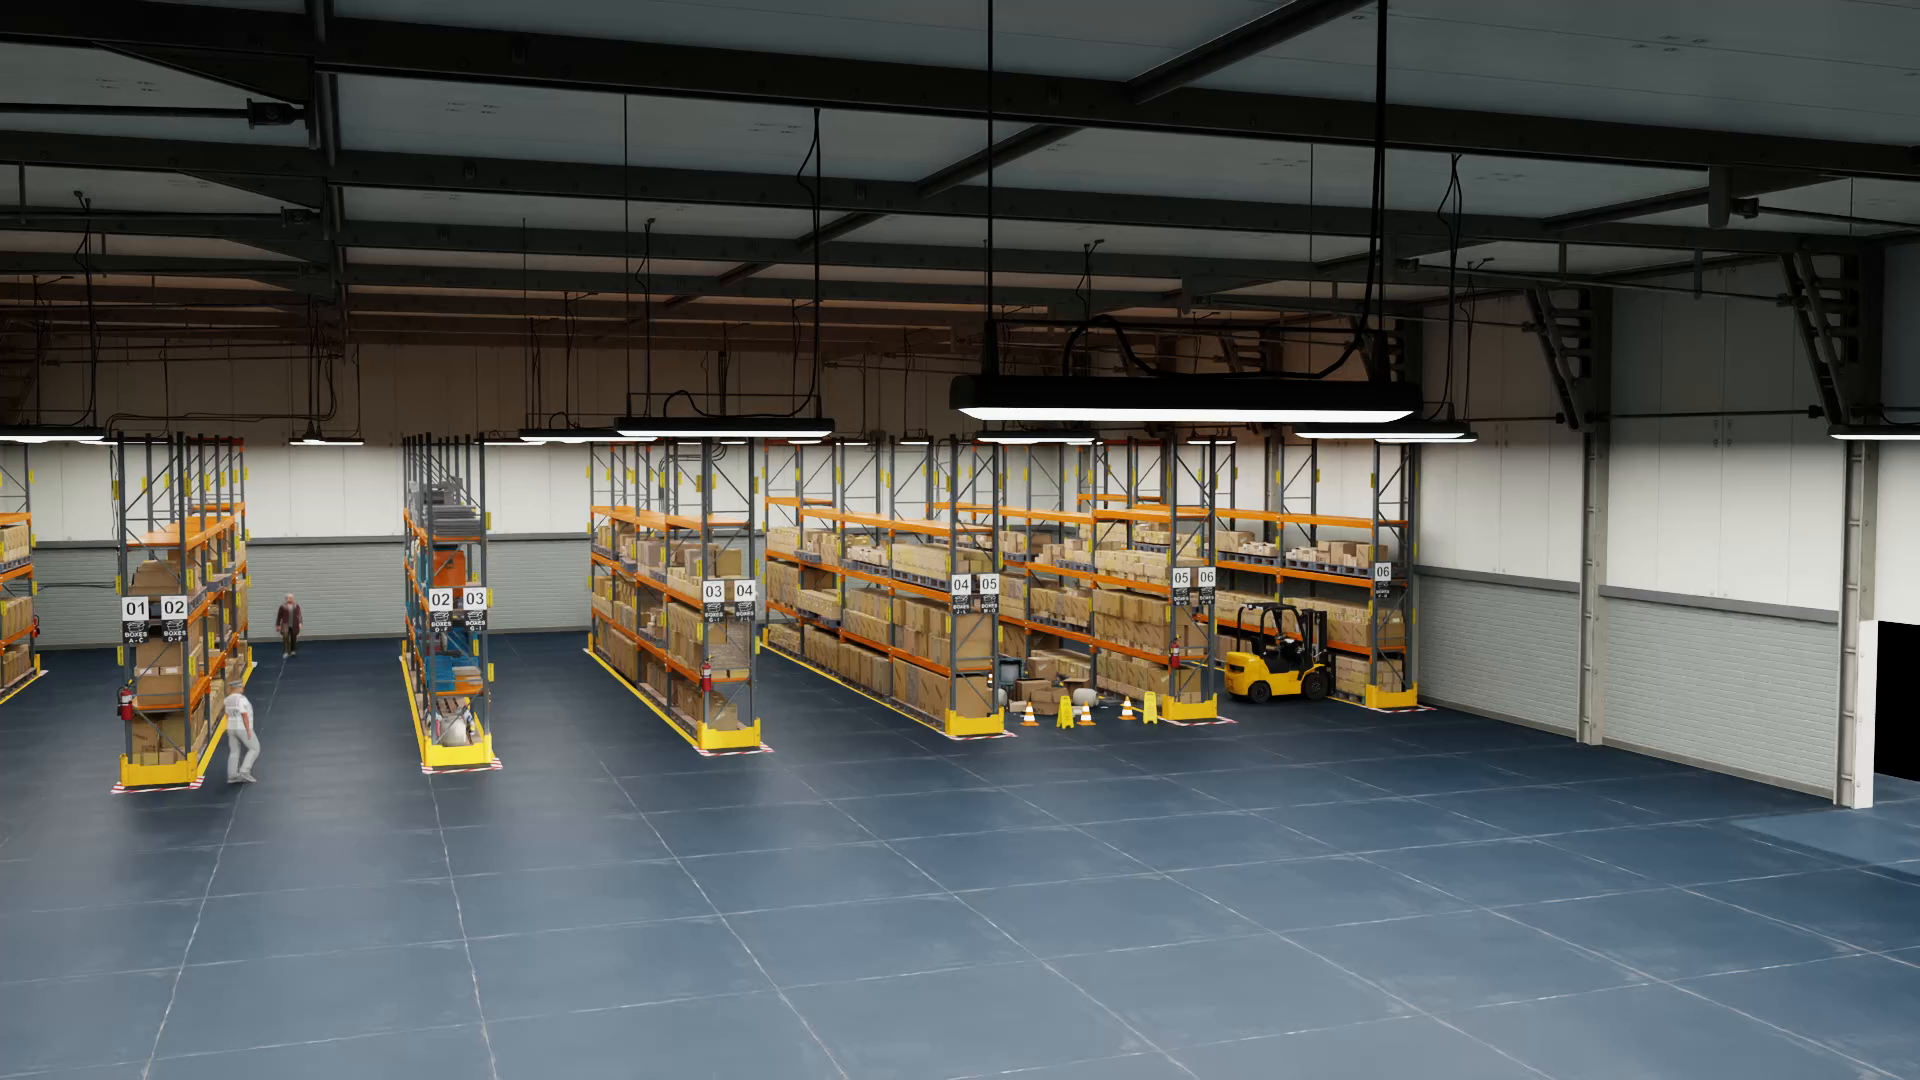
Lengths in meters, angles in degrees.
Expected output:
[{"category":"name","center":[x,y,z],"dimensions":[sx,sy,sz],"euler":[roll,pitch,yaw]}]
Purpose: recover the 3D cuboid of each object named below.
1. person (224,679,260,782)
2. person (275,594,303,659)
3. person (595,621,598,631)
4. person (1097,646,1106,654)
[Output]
[{"category":"person","center":[-12.333,3.272,28.445],"dimensions":[0.646,1.737,0.501],"euler":[1,3,21]},{"category":"person","center":[-18.254,2.325,45.247],"dimensions":[0.692,1.717,1.115],"euler":[-1,3,-25]},{"category":"person","center":[-10.938,2.060,51.210],"dimensions":[0.846,1.627,0.486],"euler":[0,3,1]},{"category":"person","center":[3.826,2.489,44.165],"dimensions":[0.553,1.588,0.720],"euler":[-1,3,-20]}]
